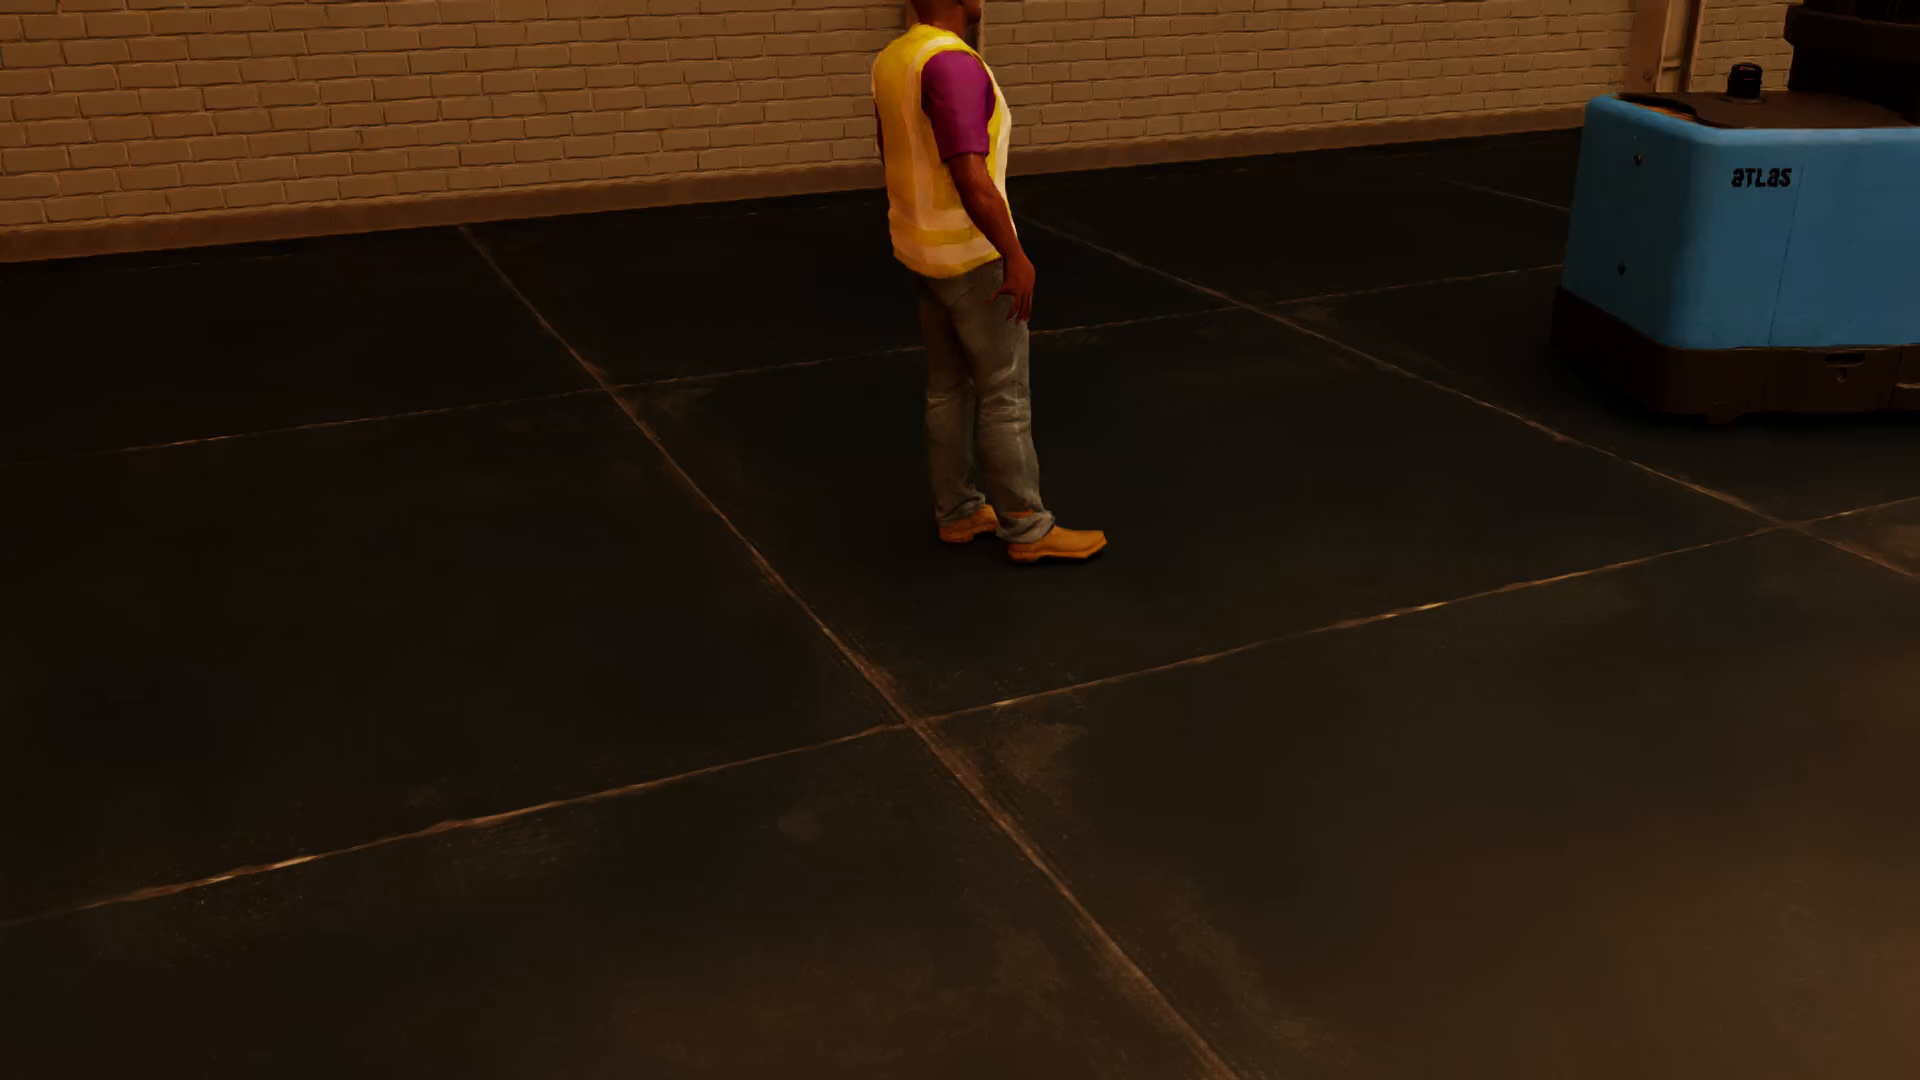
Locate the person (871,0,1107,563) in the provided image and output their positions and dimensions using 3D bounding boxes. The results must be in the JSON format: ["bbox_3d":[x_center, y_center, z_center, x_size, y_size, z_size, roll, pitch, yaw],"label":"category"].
[{"bbox_3d":[0.065,-0.832,4.788,0.576,1.766,0.665,-10,25,-23],"label":"person"}]

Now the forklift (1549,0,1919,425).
[{"bbox_3d":[3.988,-1.990,6.077,3.031,2.935,1.130,-2,23,-5],"label":"forklift"}]
